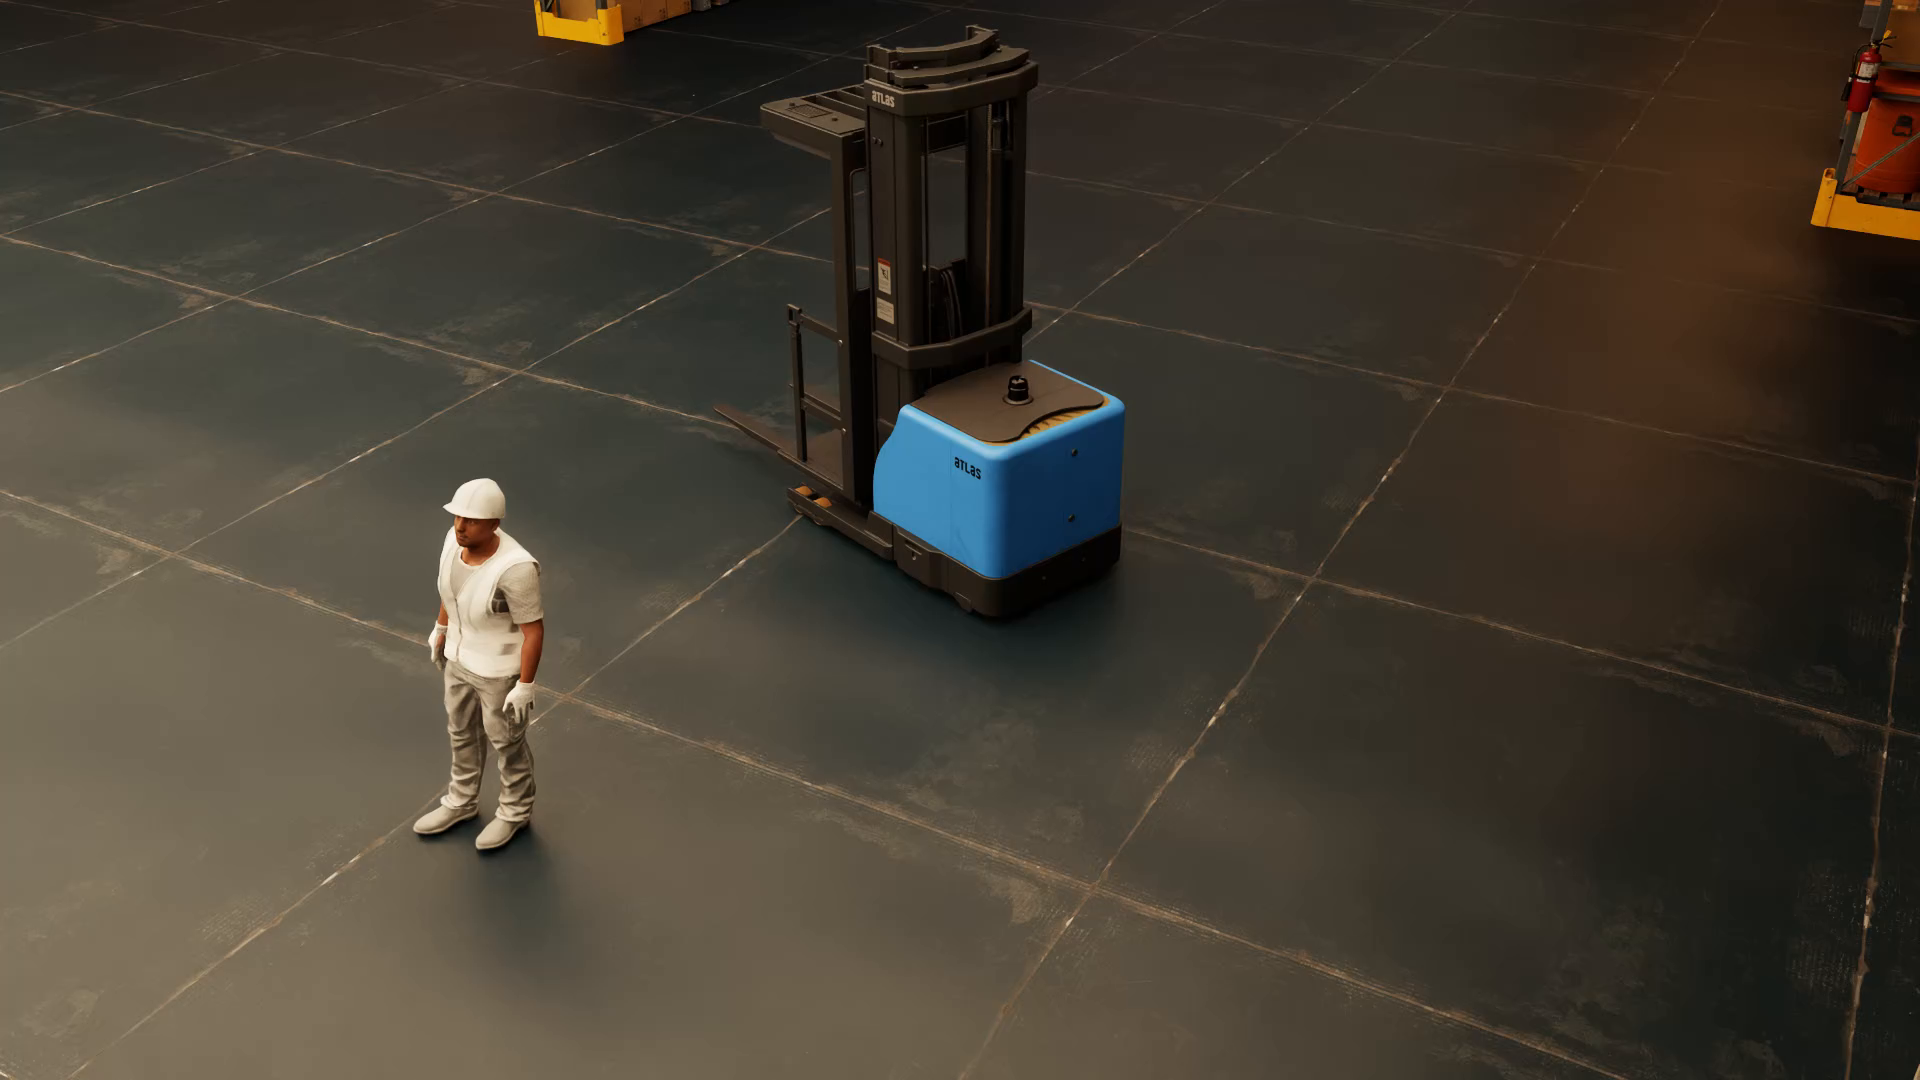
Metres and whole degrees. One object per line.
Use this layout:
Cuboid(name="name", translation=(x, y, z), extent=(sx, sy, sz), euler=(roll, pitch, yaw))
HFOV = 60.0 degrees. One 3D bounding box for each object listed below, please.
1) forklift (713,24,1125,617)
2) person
Cuboid(name="forklift", translation=(-0.412, -1.507, 9.682), extent=(1.130, 2.935, 3.031), euler=(-23, 37, -35))
Cuboid(name="person", translation=(-2.112, 0.563, 7.231), extent=(0.655, 1.782, 0.577), euler=(22, 37, 34))
